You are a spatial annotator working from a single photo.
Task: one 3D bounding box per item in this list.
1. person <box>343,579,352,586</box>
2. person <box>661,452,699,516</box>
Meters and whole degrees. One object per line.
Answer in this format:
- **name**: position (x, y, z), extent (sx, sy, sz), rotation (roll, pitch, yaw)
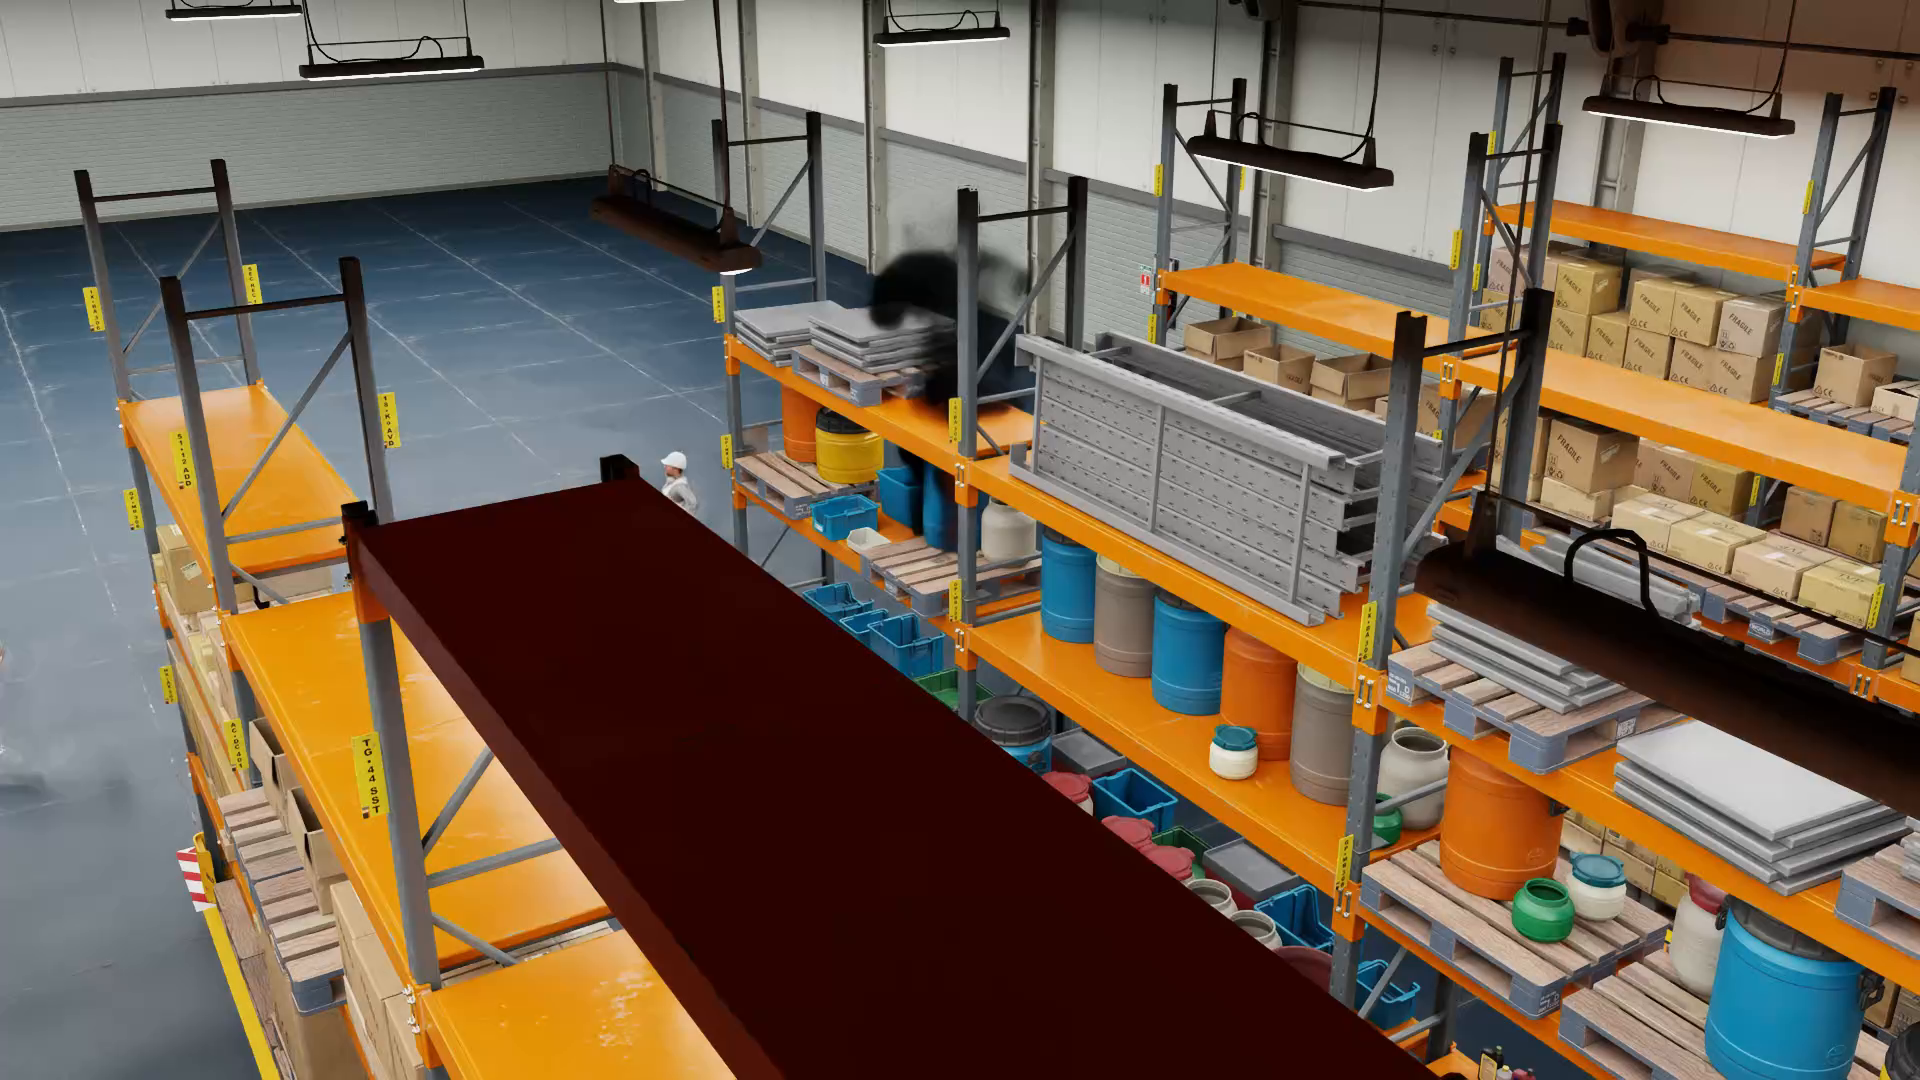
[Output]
- **person**: position (-6.031, 0.663, 17.471), extent (0.824, 1.751, 0.565), rotation (-2, 22, -6)
- **person**: position (-3.306, -0.178, 19.390), extent (0.932, 1.772, 0.641), rotation (-3, 22, -7)
